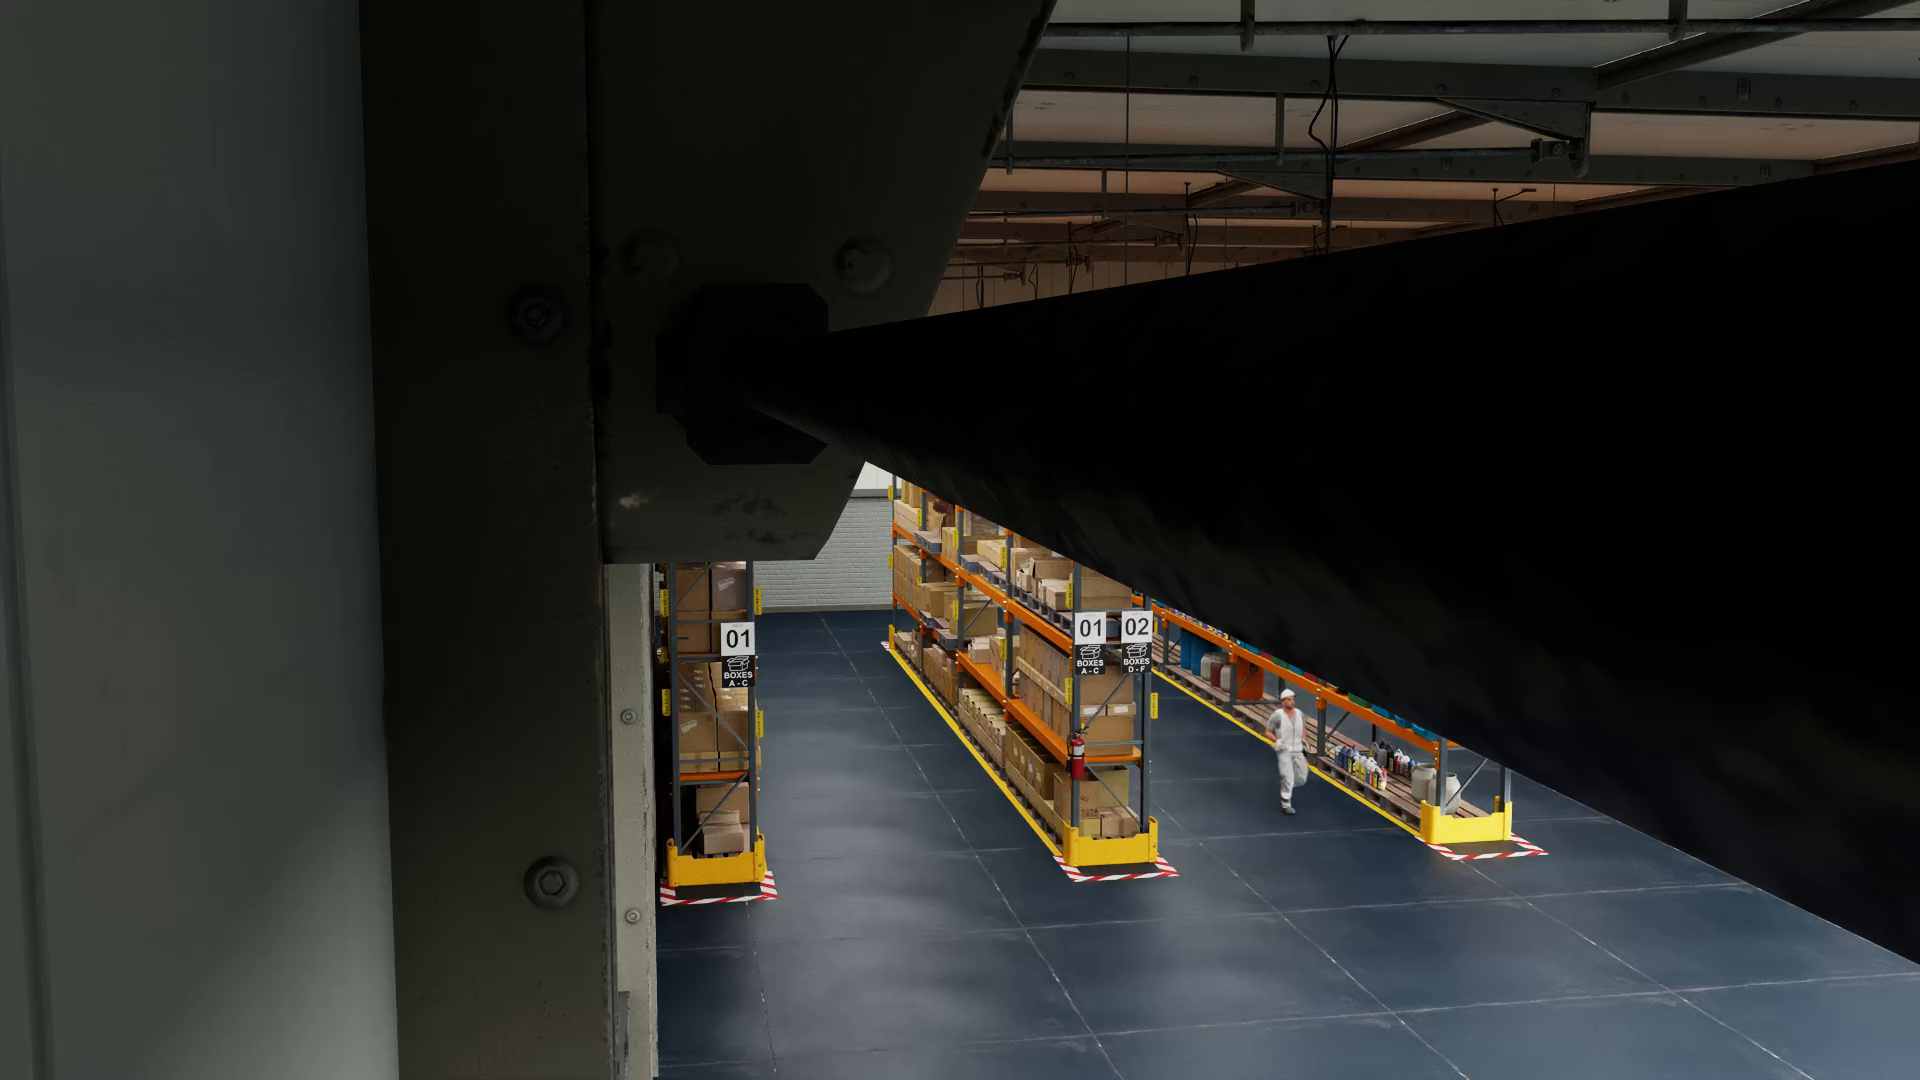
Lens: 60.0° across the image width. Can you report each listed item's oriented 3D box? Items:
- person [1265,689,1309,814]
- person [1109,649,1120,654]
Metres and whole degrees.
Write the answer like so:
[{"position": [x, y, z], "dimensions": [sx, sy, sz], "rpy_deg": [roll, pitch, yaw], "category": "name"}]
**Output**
[{"position": [4.596, 2.954, 23.259], "dimensions": [0.652, 1.738, 0.615], "rpy_deg": [-2, 6, -17], "category": "person"}, {"position": [2.634, 2.210, 30.366], "dimensions": [0.624, 1.669, 0.855], "rpy_deg": [-2, 6, -14], "category": "person"}]
